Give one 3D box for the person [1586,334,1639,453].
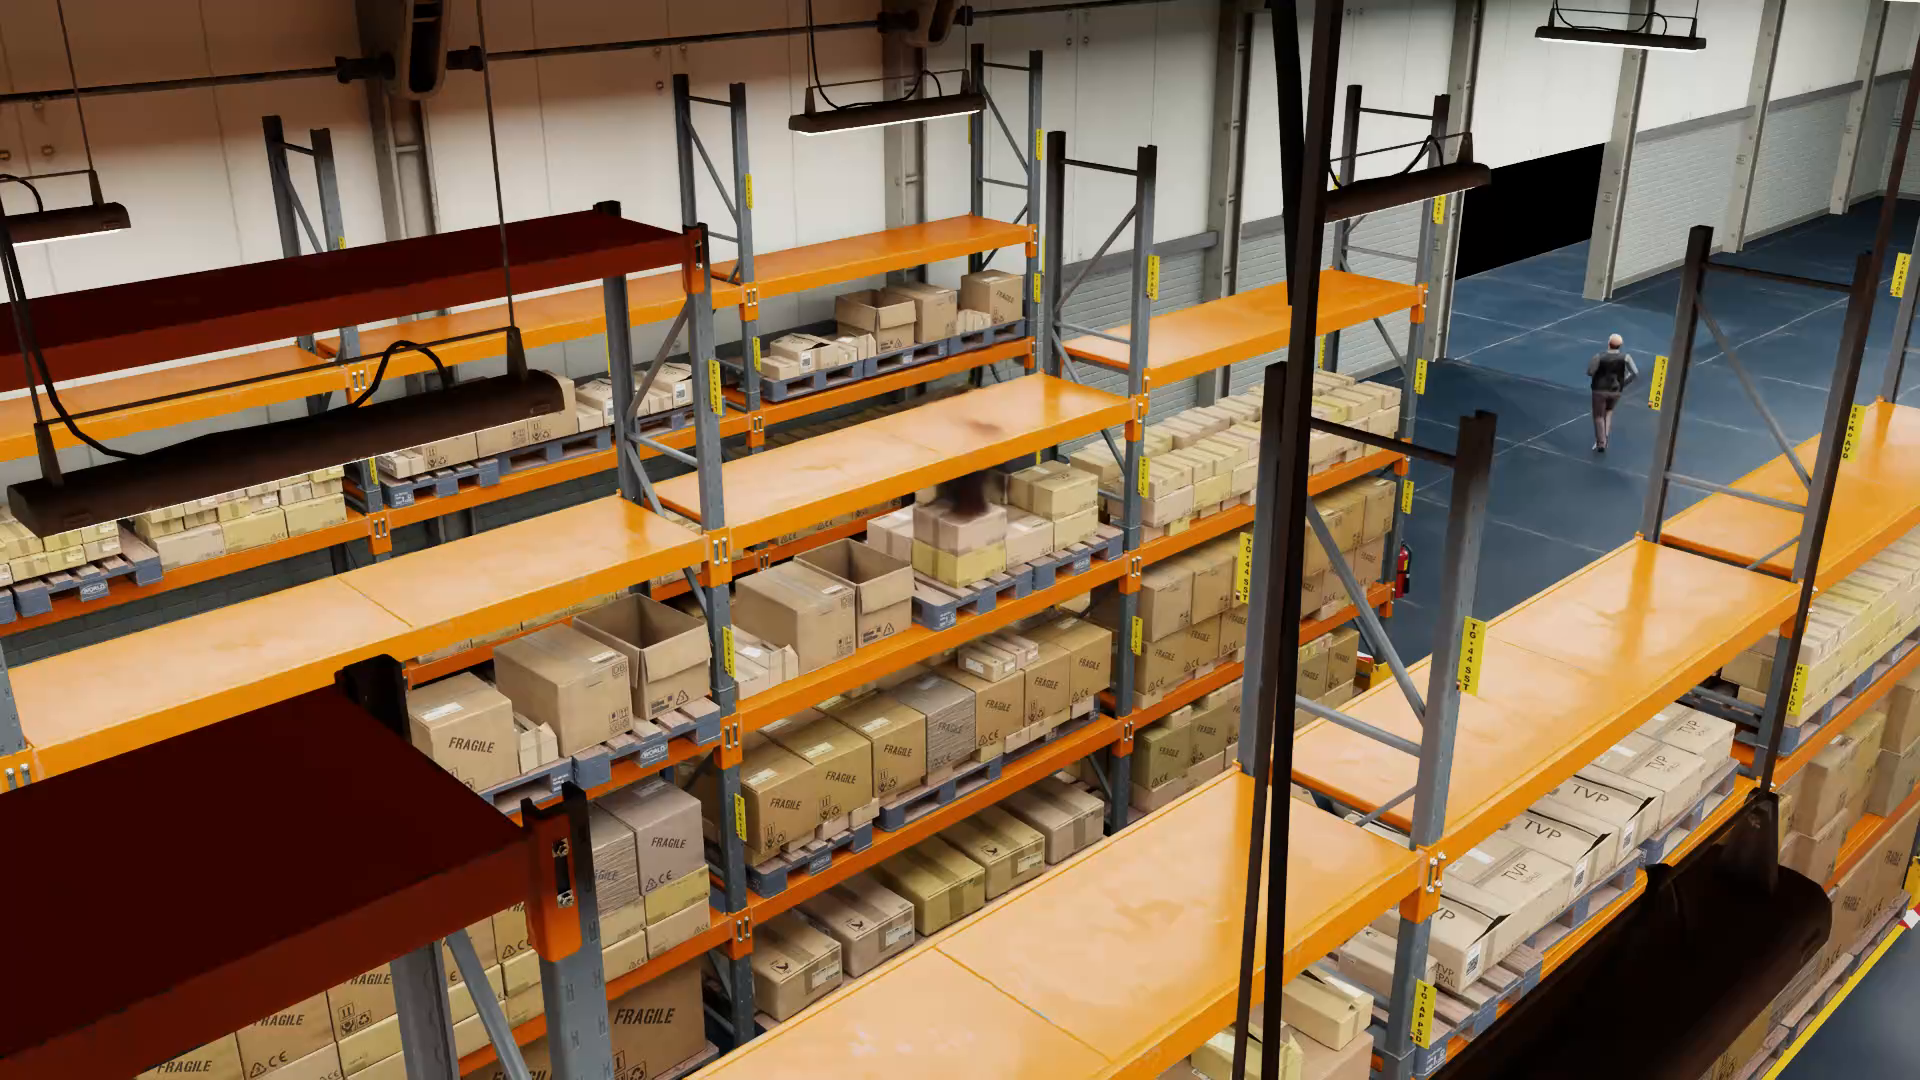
[{"bbox_3d":[9.189,-2.074,23.643,0.637,1.773,0.715,1,22,2],"label":"person"}]
